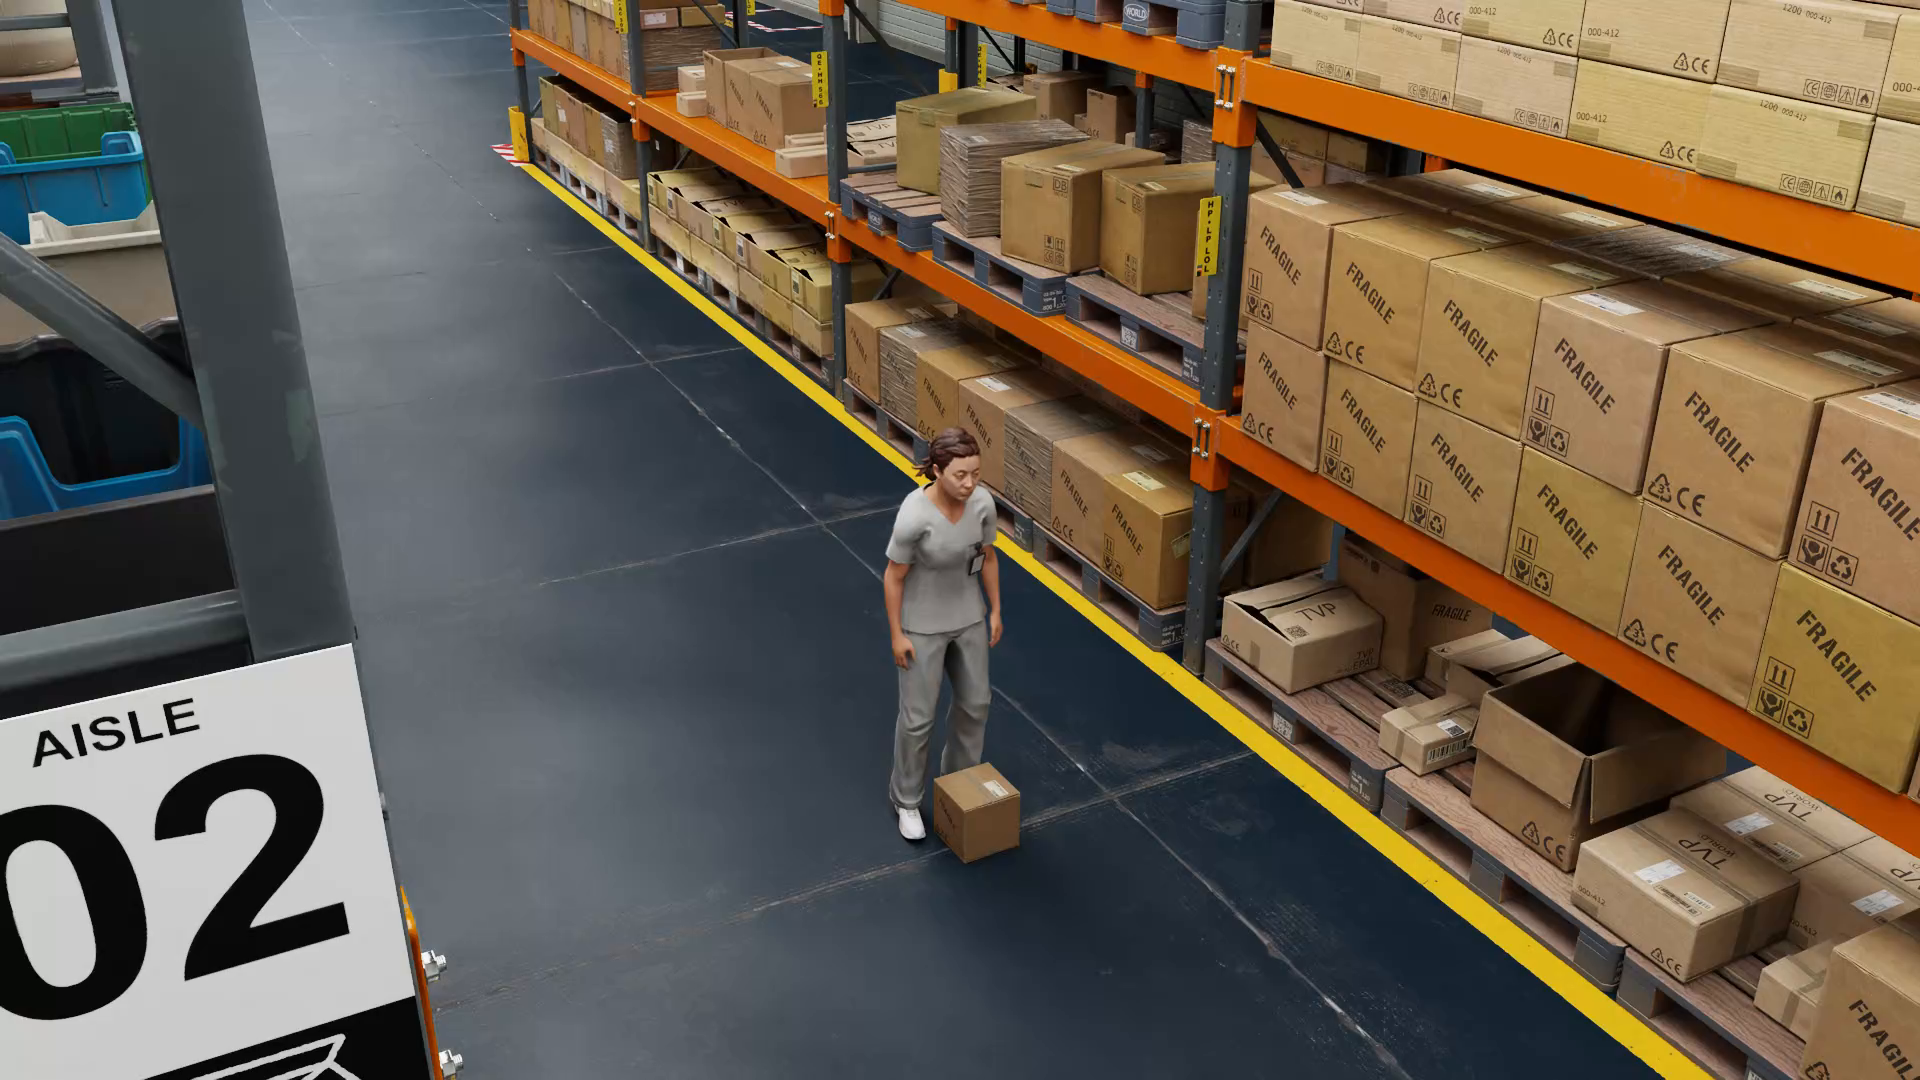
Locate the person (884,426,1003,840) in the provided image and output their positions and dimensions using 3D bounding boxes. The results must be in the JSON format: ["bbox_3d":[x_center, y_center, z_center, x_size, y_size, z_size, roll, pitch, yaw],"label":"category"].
[{"bbox_3d":[-0.059,0.335,6.413,0.496,1.672,0.352,-13,29,-26],"label":"person"}]
